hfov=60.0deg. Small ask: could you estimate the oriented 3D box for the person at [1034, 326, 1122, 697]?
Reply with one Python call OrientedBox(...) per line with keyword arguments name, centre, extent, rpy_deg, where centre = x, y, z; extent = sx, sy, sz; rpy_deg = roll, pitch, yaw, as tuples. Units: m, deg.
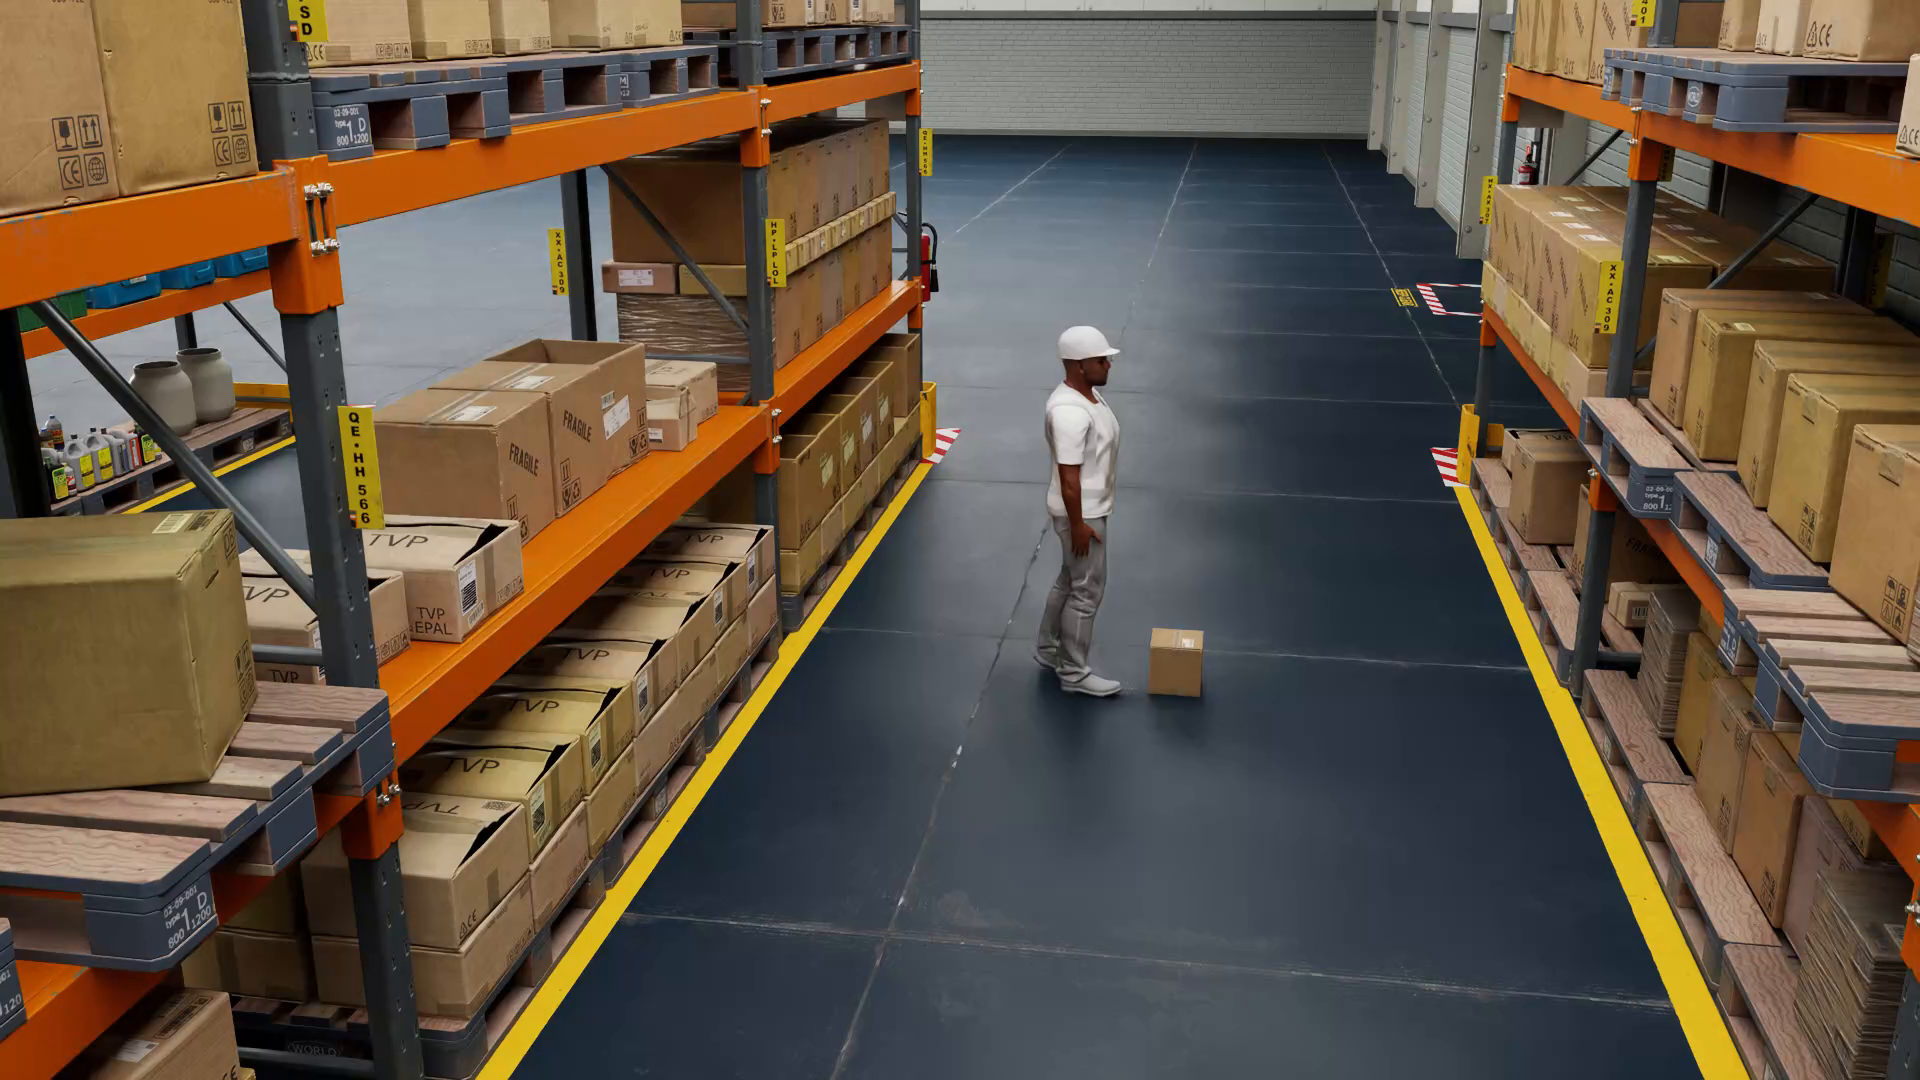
OrientedBox(name="person", centre=(0.582, -0.105, 7.982), extent=(0.470, 1.853, 0.570), rpy_deg=(3, 18, 10))
